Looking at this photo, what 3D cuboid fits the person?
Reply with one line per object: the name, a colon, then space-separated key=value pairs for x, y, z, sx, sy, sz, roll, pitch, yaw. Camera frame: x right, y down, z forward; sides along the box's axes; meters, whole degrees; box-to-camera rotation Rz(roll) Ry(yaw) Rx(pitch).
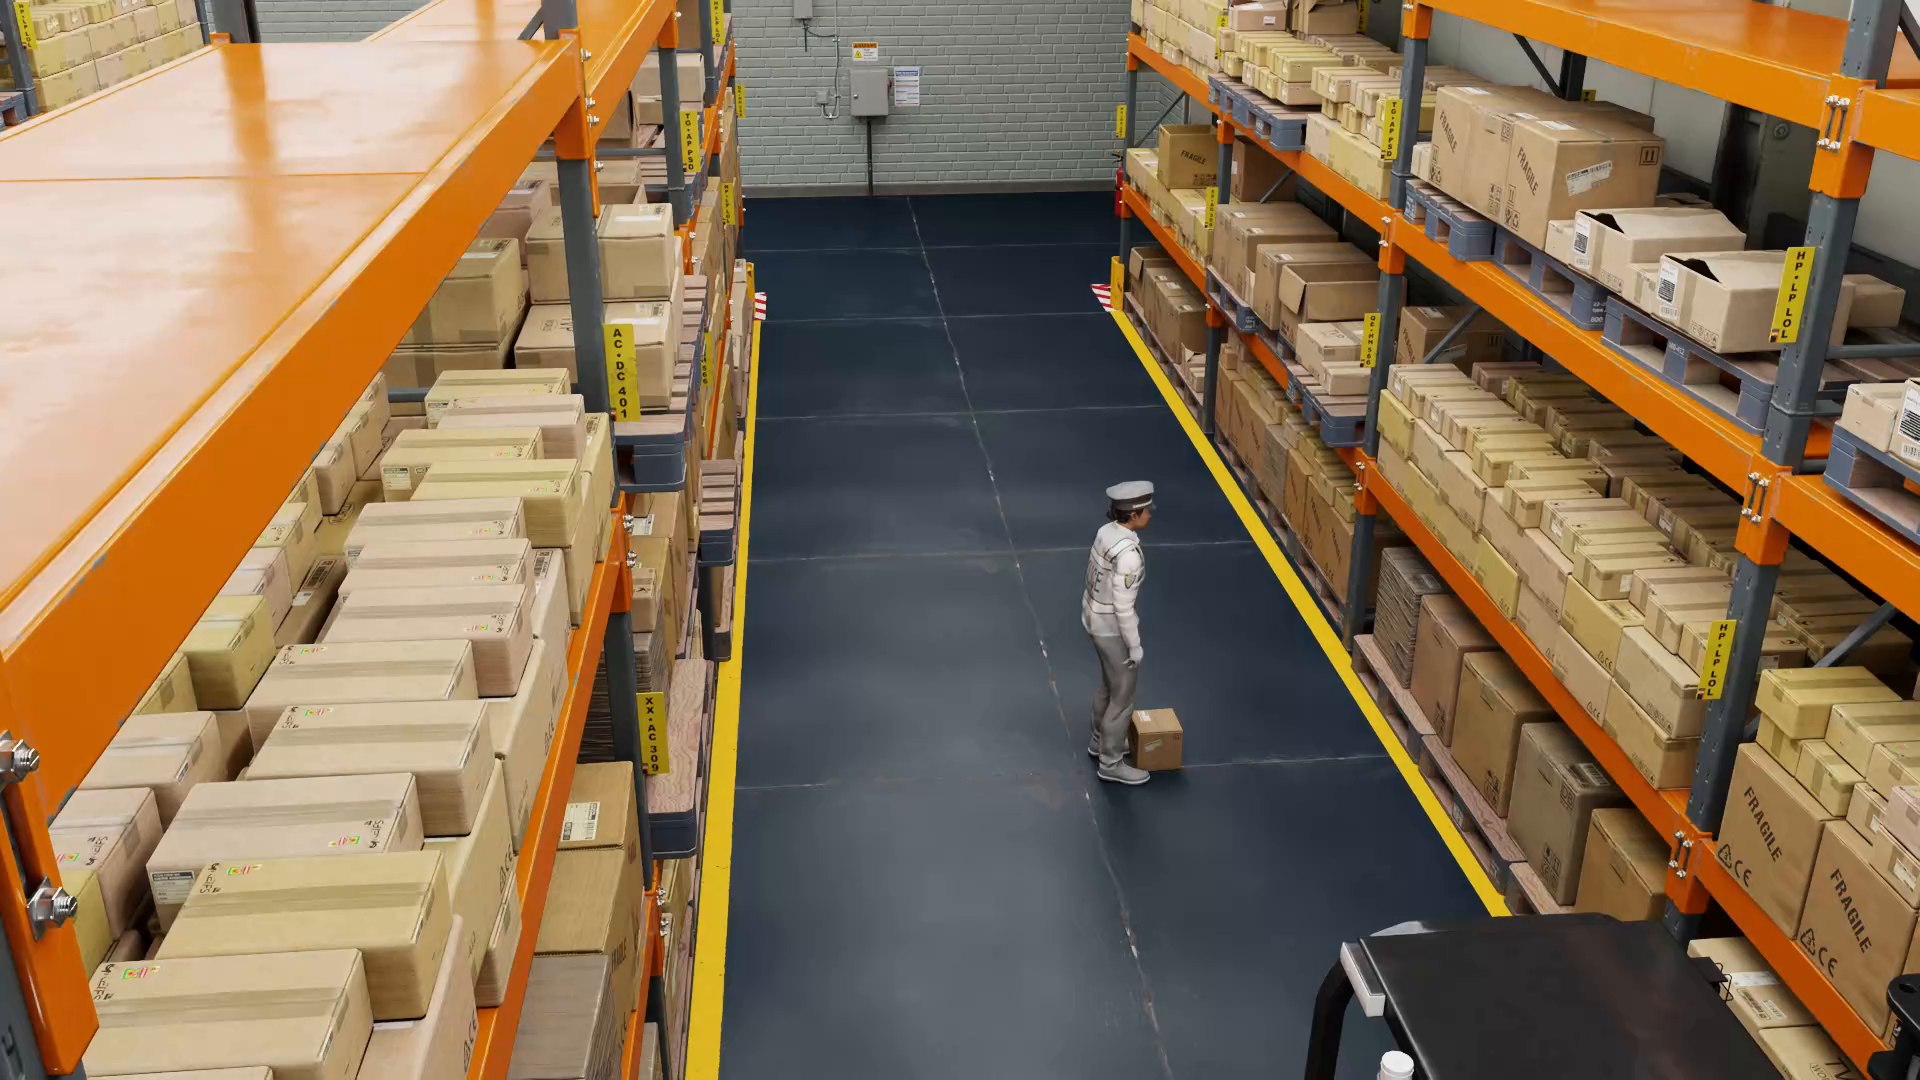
person: x=0.853 y=0.481 z=9.005 sx=0.369 sy=1.667 sz=0.546 roll=-3 pitch=24 yaw=-8
